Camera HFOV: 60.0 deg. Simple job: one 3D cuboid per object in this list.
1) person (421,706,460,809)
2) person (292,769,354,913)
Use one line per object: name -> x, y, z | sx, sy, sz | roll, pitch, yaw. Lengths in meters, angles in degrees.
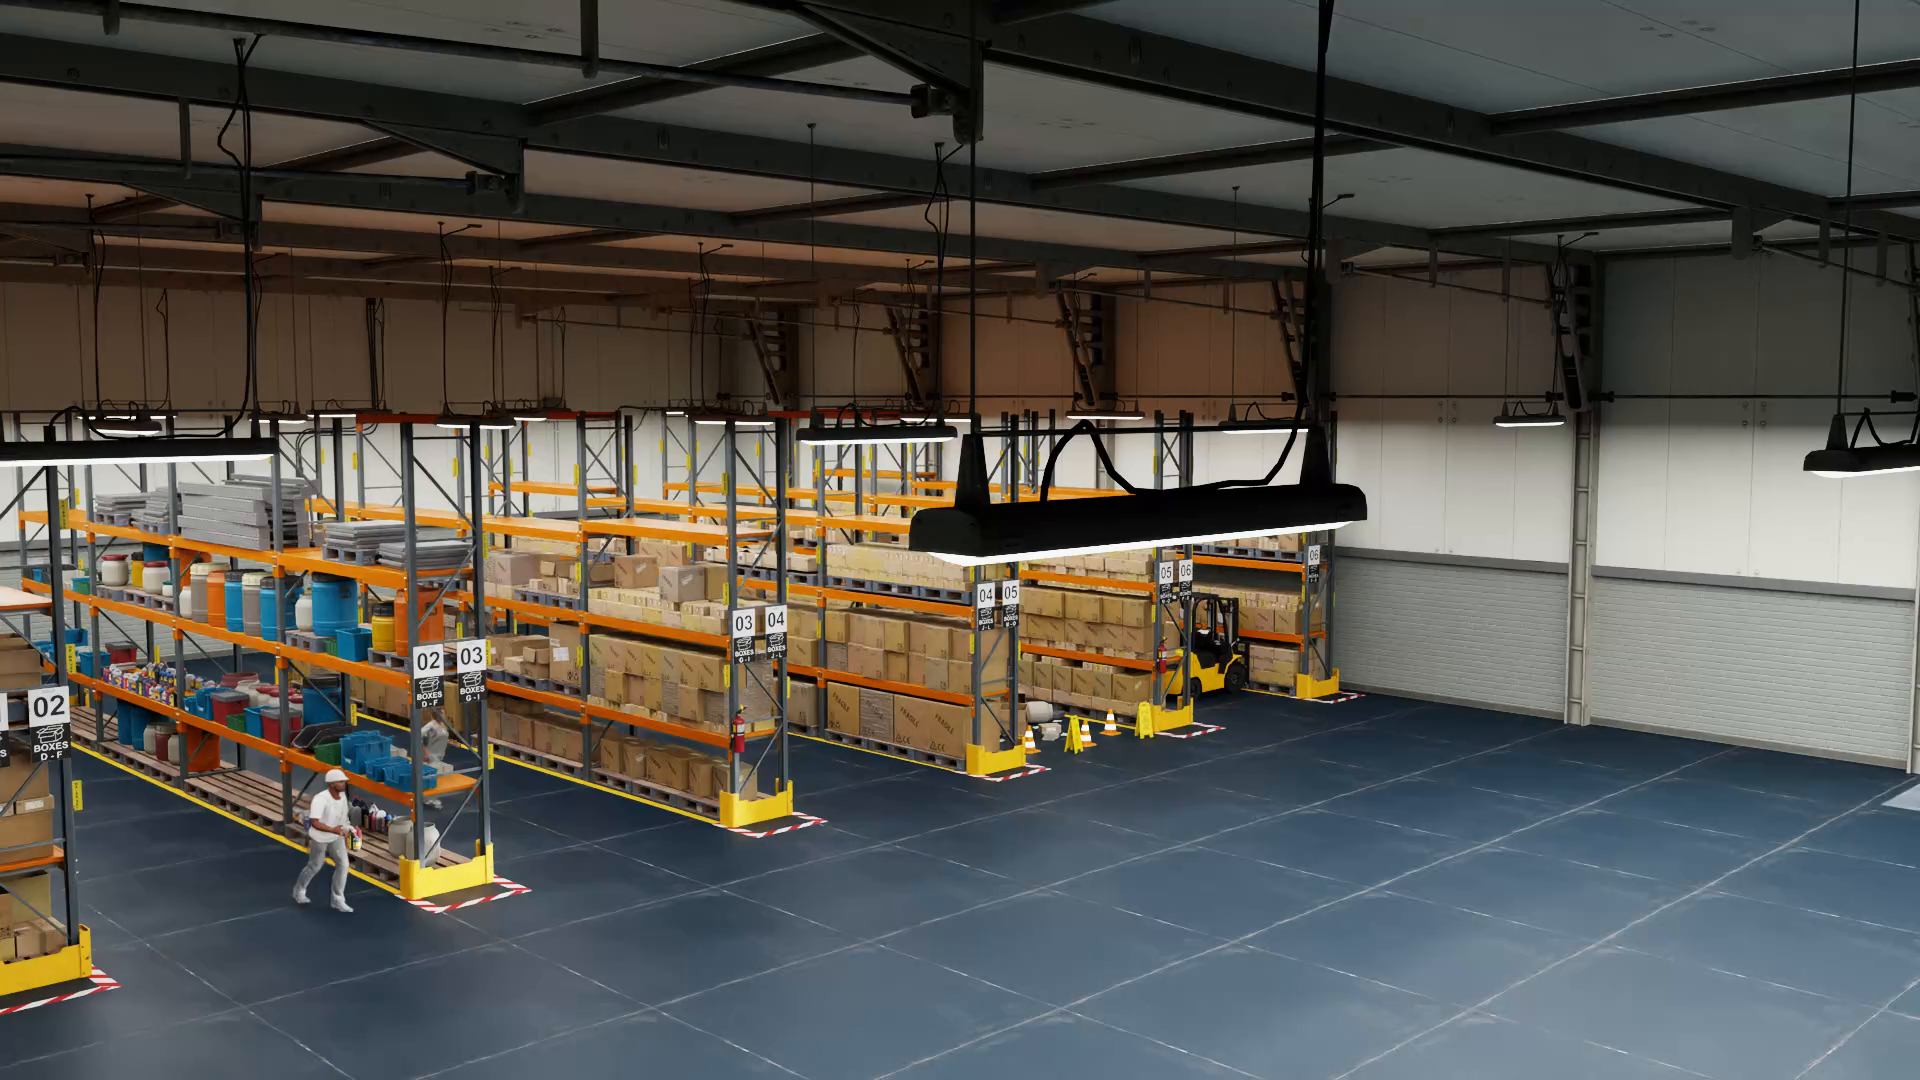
person -> -8.062, 3.344, 25.537 | 0.762, 1.592, 0.482 | 1, 5, 16
person -> -7.831, 3.691, 20.527 | 0.873, 1.764, 0.687 | 2, 6, 26
